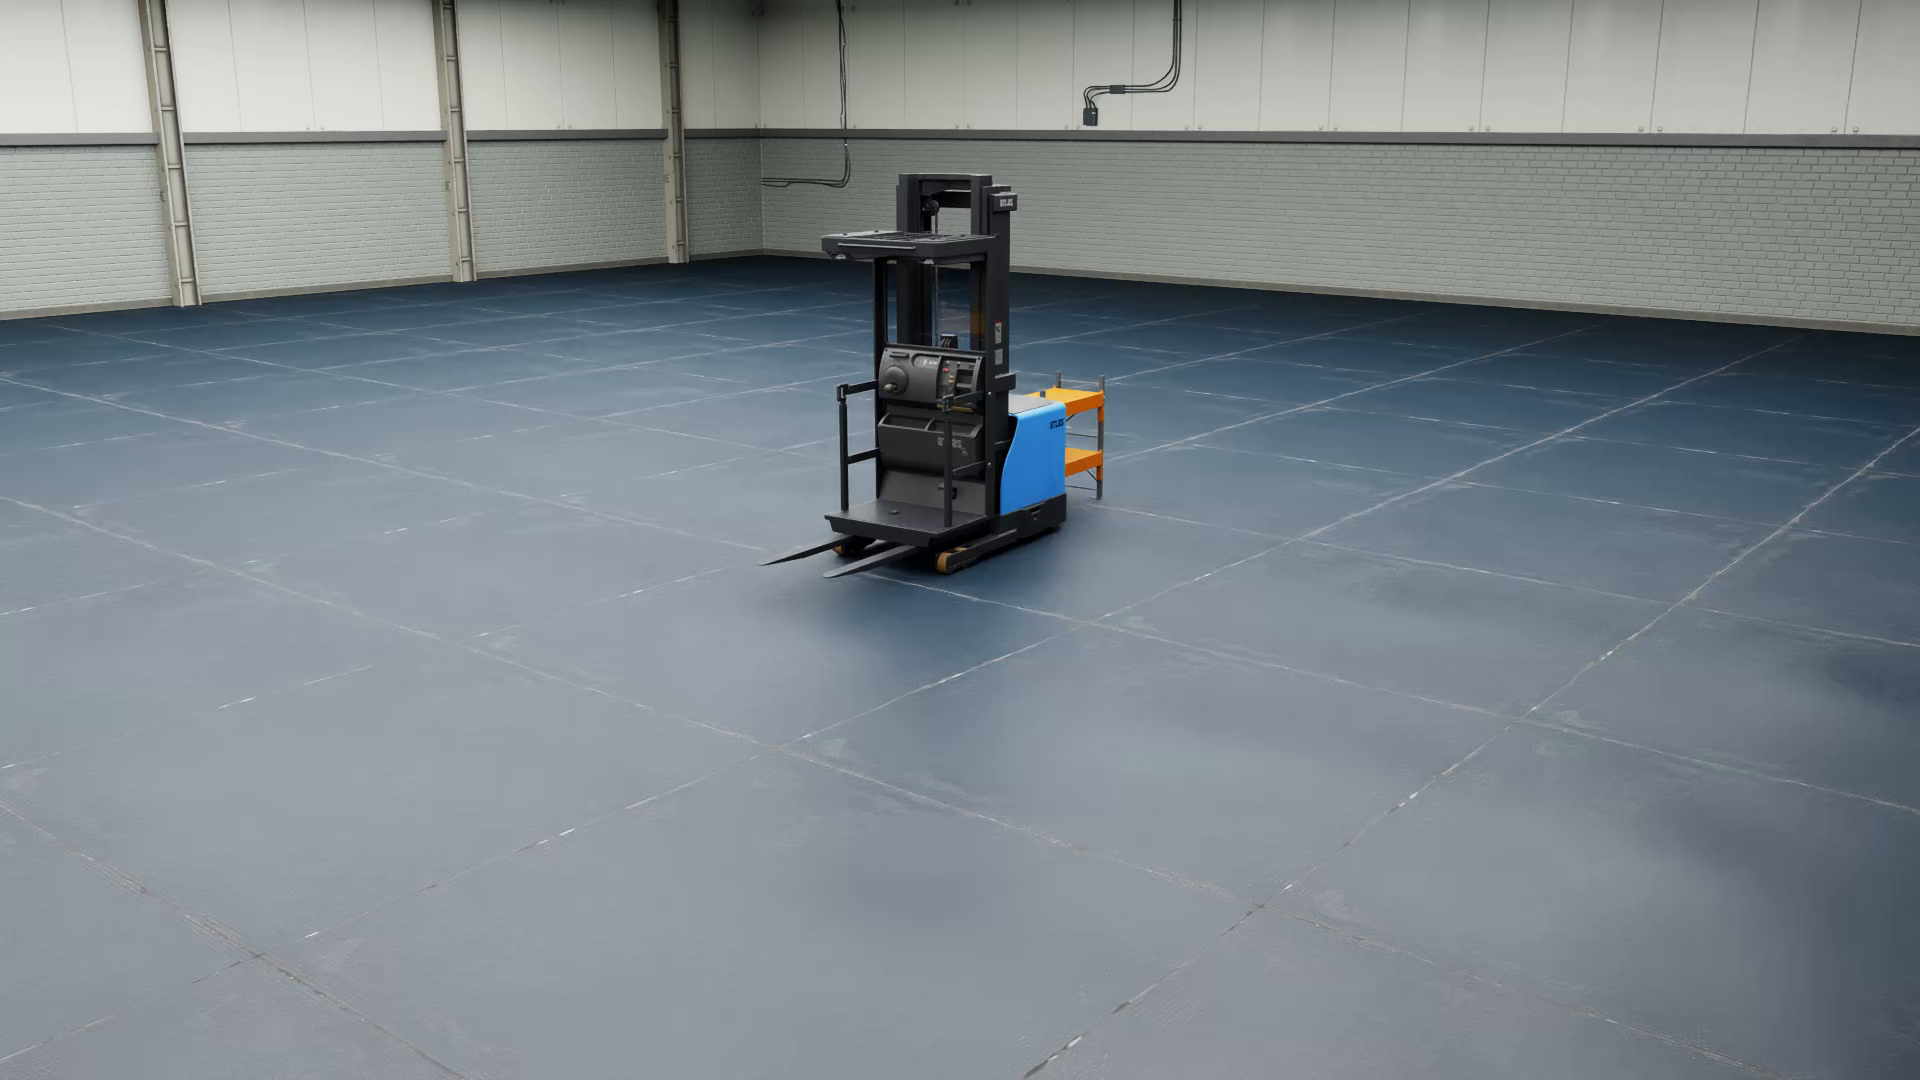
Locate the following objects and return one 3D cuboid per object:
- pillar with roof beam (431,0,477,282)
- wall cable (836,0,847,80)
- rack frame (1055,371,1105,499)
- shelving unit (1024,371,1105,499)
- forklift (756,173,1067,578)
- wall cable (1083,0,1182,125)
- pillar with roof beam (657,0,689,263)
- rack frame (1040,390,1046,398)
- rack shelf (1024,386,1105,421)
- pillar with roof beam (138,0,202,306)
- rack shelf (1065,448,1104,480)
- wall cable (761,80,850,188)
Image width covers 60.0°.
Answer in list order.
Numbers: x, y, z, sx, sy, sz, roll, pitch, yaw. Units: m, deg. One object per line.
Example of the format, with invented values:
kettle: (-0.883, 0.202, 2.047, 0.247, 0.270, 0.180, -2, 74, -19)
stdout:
pillar with roof beam: (-7.151, -9.186, 31.507, 9.100, 9.000, 0.400, 11, 18, 38)
wall cable: (-1.744, -11.885, 38.180, 3.097, 2.526, 0.112, 11, 18, 38)
rack frame: (1.077, -0.953, 15.088, 0.500, 1.125, 0.032, 9, 17, 33)
shelving unit: (0.792, -0.849, 14.680, 0.538, 1.125, 1.048, 9, 17, 33)
forklift: (-0.350, -1.294, 12.763, 1.130, 2.935, 3.031, 10, 17, 33)
wall cable: (3.526, -11.537, 33.854, 2.305, 6.003, 0.169, 11, 18, 38)
pillar with roof beam: (-3.380, -10.335, 36.030, 9.100, 9.000, 0.400, 11, 18, 38)
rack frame: (0.508, -0.745, 14.271, 0.500, 1.125, 0.032, 9, 17, 33)
rack shelf: (0.792, -1.133, 14.608, 0.538, 0.278, 1.000, 9, 17, 33)
pillar with roof beam: (-10.922, -8.037, 26.983, 9.100, 9.000, 0.400, 11, 18, 38)
rack shelf: (0.792, -0.612, 14.740, 0.538, 0.278, 1.000, 9, 17, 33)
wall cable: (-3.848, -9.856, 40.450, 3.097, 2.526, 0.112, 11, 18, 38)
